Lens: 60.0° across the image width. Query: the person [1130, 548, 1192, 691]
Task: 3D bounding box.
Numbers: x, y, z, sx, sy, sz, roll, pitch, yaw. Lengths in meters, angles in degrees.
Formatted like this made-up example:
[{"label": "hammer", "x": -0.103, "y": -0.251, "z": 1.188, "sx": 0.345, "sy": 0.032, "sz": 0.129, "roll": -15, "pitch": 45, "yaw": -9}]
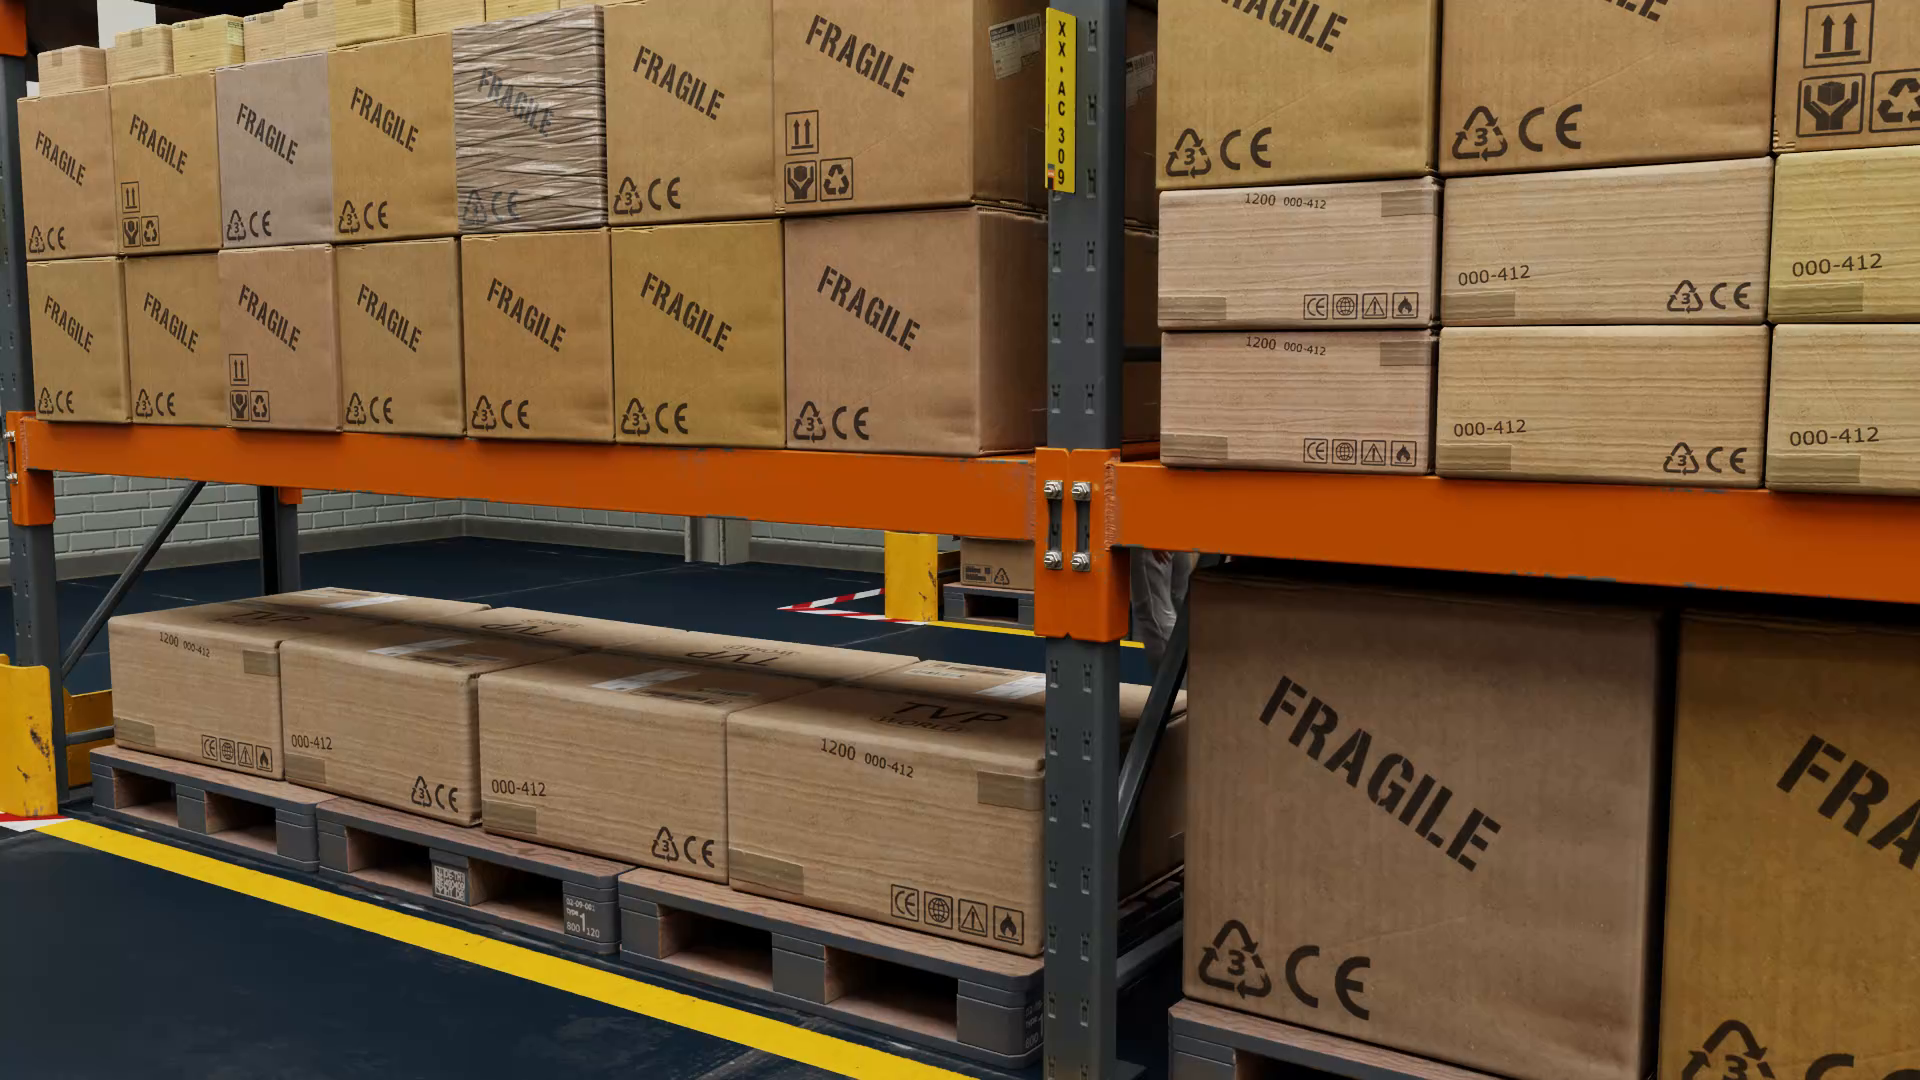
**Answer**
[{"label": "person", "x": 0.911, "y": -0.131, "z": 6.810, "sx": 0.528, "sy": 1.759, "sz": 0.746, "roll": 3, "pitch": 7, "yaw": 28}]
